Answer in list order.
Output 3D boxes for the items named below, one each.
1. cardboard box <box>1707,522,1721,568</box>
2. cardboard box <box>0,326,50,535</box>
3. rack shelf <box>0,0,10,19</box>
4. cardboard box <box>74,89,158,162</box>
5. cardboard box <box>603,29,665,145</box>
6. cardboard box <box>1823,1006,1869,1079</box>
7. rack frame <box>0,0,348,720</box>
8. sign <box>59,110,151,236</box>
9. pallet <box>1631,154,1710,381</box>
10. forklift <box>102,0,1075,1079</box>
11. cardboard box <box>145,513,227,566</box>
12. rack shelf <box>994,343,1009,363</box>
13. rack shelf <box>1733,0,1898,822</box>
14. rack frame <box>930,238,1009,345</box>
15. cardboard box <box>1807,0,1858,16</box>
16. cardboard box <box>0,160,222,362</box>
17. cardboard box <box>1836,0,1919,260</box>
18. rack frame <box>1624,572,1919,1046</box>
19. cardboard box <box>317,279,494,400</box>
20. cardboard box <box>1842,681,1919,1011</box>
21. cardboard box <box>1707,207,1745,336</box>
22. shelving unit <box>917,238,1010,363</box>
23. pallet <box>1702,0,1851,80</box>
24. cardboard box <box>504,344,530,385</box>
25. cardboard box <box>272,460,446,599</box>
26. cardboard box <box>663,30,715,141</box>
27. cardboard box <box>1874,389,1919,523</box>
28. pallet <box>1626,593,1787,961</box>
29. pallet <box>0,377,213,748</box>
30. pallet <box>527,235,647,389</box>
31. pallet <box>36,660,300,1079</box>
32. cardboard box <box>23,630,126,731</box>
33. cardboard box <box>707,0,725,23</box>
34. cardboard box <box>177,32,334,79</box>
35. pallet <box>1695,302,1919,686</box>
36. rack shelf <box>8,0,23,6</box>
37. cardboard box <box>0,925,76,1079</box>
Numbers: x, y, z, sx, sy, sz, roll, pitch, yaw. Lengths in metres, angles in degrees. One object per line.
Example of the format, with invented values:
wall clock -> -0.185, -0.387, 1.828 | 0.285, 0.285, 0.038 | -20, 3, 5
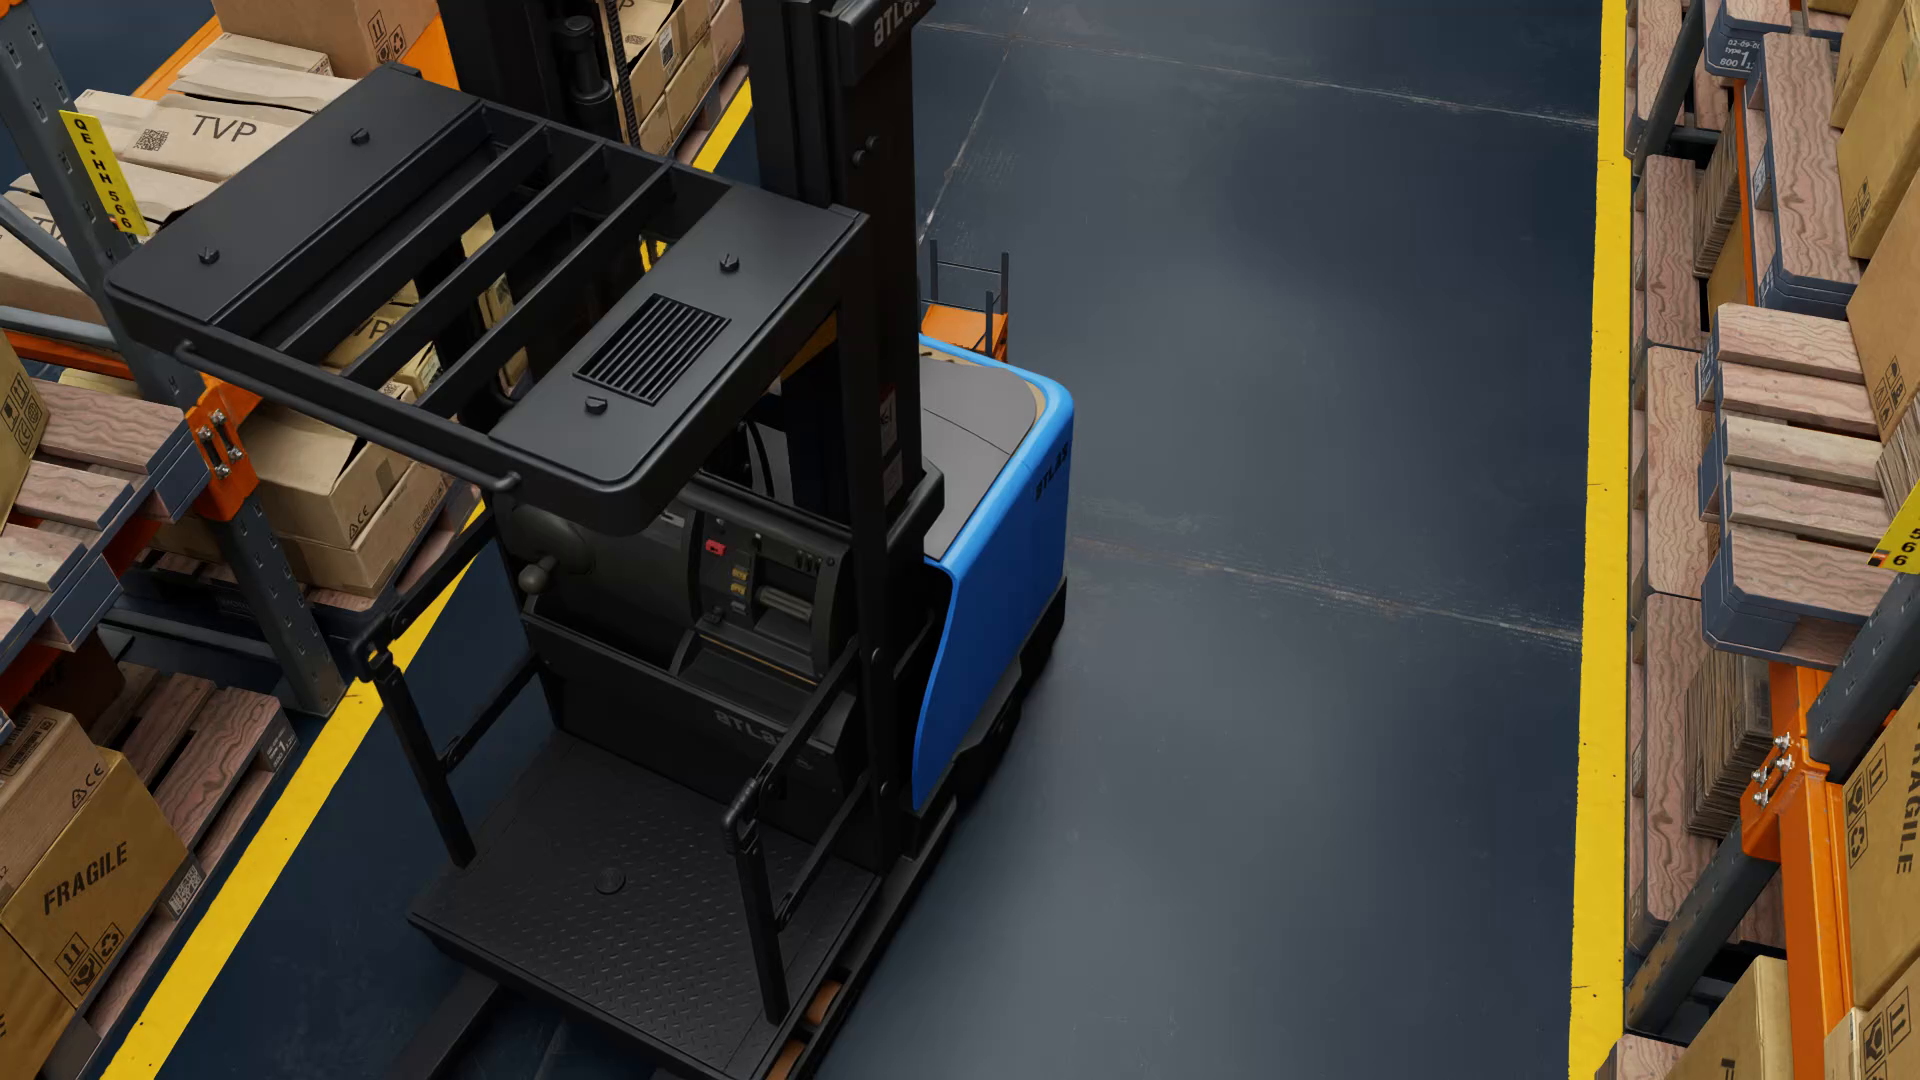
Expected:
cardboard box -> 2.812, -0.158, 5.262 | 0.700, 0.500, 0.500 | 11, 50, 10
cardboard box -> -2.516, -0.263, 3.634 | 0.700, 0.500, 0.500 | -3, 49, -3
rack shelf -> -2.985, 0.124, 2.119 | 1.077, 0.370, 4.000 | 12, 50, 10
cardboard box -> -2.488, -1.190, 4.968 | 0.380, 0.149, 0.250 | 12, 50, 10
cardboard box -> -1.500, -1.789, 6.508 | 0.500, 0.311, 0.500 | 11, 50, 10
cardboard box -> 1.785, 1.031, 2.993 | 0.380, 0.149, 0.250 | 13, 50, 11
rack frame -> -2.459, -0.568, 4.251 | 1.000, 3.000, 0.127 | 12, 50, 10
sign -> -1.933, -0.825, 3.758 | 0.100, 0.325, 0.005 | 12, 50, 10
pallet -> 3.171, -1.001, 6.492 | 1.003, 0.211, 1.213 | 12, 50, 10
forklift -> -0.780, 0.125, 3.685 | 1.130, 2.935, 3.031 | 21, 52, 18
cardboard box -> -2.555, -0.226, 5.503 | 0.500, 0.250, 0.500 | 13, 50, 11
rack shelf -> 0.004, -0.537, 5.163 | 0.258, 0.103, 0.180 | 12, 50, 10
rack shelf -> 2.848, -0.802, 4.937 | 1.077, 0.370, 4.000 | 12, 50, 10
rack frame -> 0.028, -0.474, 5.368 | 0.240, 1.200, 0.006 | 12, 50, 10
cardboard box -> 3.053, -1.901, 5.067 | 0.700, 0.500, 0.500 | 16, 51, 14
cardboard box -> -2.321, -0.793, 4.509 | 0.500, 0.311, 0.500 | 14, 50, 12
cardboard box -> 2.742, -1.020, 4.289 | 0.700, 0.500, 0.500 | 12, 50, 10
rack frame -> 2.321, 0.406, 3.391 | 1.000, 3.000, 0.127 | 12, 50, 10
cardboard box -> -1.907, -0.686, 5.534 | 0.500, 0.311, 0.500 | 10, 49, 9
cardboard box -> 1.947, 0.569, 2.969 | 0.500, 0.500, 0.500 | 13, 50, 11
cardboard box -> 3.109, -0.886, 5.905 | 0.700, 0.500, 0.500 | 11, 49, 9
shelving unit -> 0.004, -0.407, 5.309 | 0.258, 1.200, 0.189 | 12, 50, 10
pallet -> 3.033, -1.899, 5.554 | 1.003, 0.211, 1.213 | 12, 50, 10
cardboard box -> -1.775, -0.859, 6.062 | 0.500, 0.250, 0.500 | 10, 49, 9
cardboard box -> -2.037, -0.118, 5.408 | 0.500, 0.250, 0.500 | 11, 50, 10
cardboard box -> -1.370, -1.968, 7.040 | 0.500, 0.250, 0.500 | 11, 49, 9
cardboard box -> 2.435, -0.114, 3.490 | 0.700, 0.500, 0.500 | 6, 49, 6
pallet -> 2.529, 0.764, 4.935 | 1.003, 0.211, 1.213 | 12, 50, 10
pallet -> -2.569, -0.001, 3.878 | 1.213, 0.211, 1.003 | 12, 50, 10
pallet -> -1.881, -1.113, 6.592 | 1.003, 0.211, 1.213 | 12, 50, 10
pallet -> -2.692, 0.887, 4.827 | 1.003, 0.211, 1.213 | 12, 50, 10
cardboard box -> -2.854, 0.386, 4.782 | 0.500, 0.500, 0.500 | 13, 50, 12
cardboard box -> -1.236, -2.527, 7.159 | 0.500, 0.311, 0.500 | 12, 50, 10
cardboard box -> -2.177, -1.419, 5.169 | 0.380, 0.149, 0.250 | 15, 50, 13
pallet -> 2.406, -0.067, 3.936 | 1.213, 0.211, 1.003 | 12, 50, 10
rack shelf -> -1.932, -2.770, 4.673 | 1.077, 0.370, 4.000 | 12, 50, 10
cardboard box -> -2.615, 1.210, 4.055 | 0.500, 0.500, 0.500 | 10, 49, 9
